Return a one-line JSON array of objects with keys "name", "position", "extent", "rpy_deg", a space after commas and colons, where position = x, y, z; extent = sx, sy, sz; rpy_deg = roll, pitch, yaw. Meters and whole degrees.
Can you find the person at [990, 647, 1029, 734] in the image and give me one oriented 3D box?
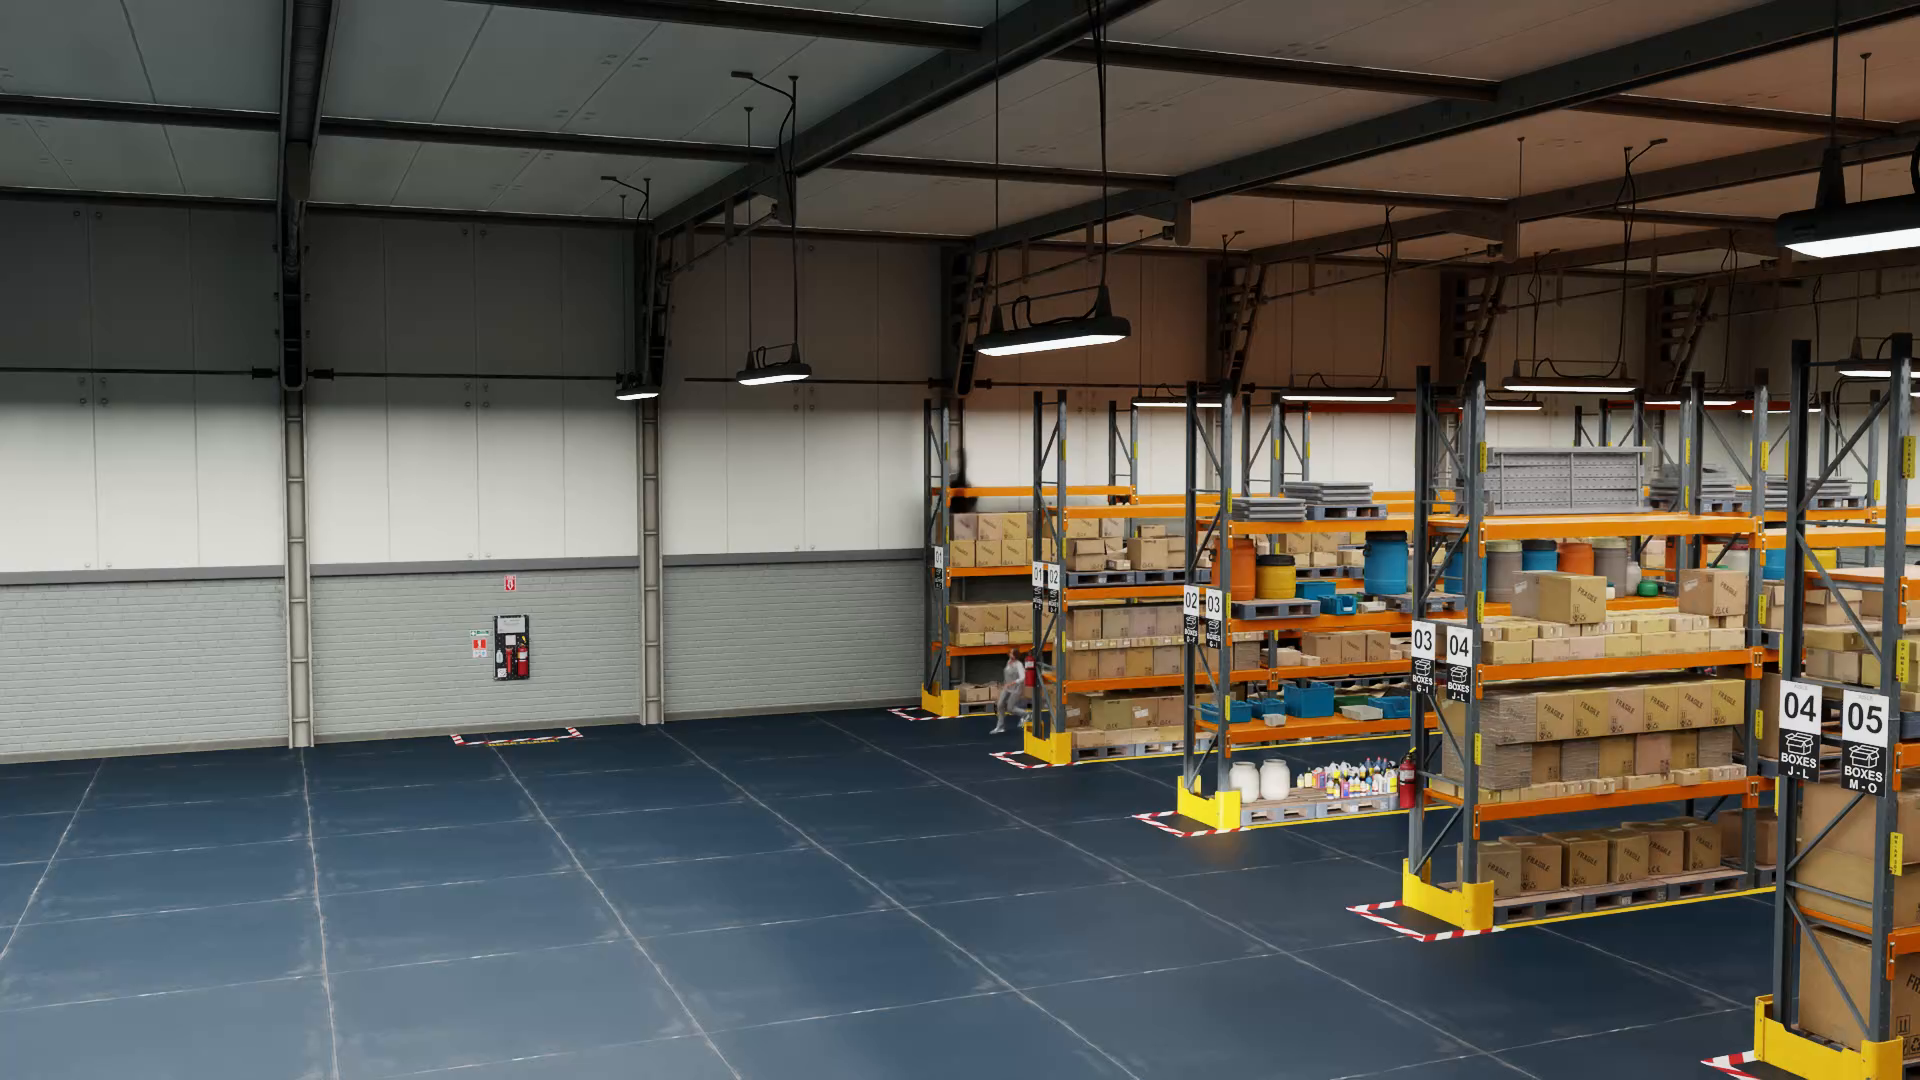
[{"name": "person", "position": [0.971, 2.665, 29.441], "extent": [0.755, 1.553, 0.574], "rpy_deg": [-2, 4, -36]}]
